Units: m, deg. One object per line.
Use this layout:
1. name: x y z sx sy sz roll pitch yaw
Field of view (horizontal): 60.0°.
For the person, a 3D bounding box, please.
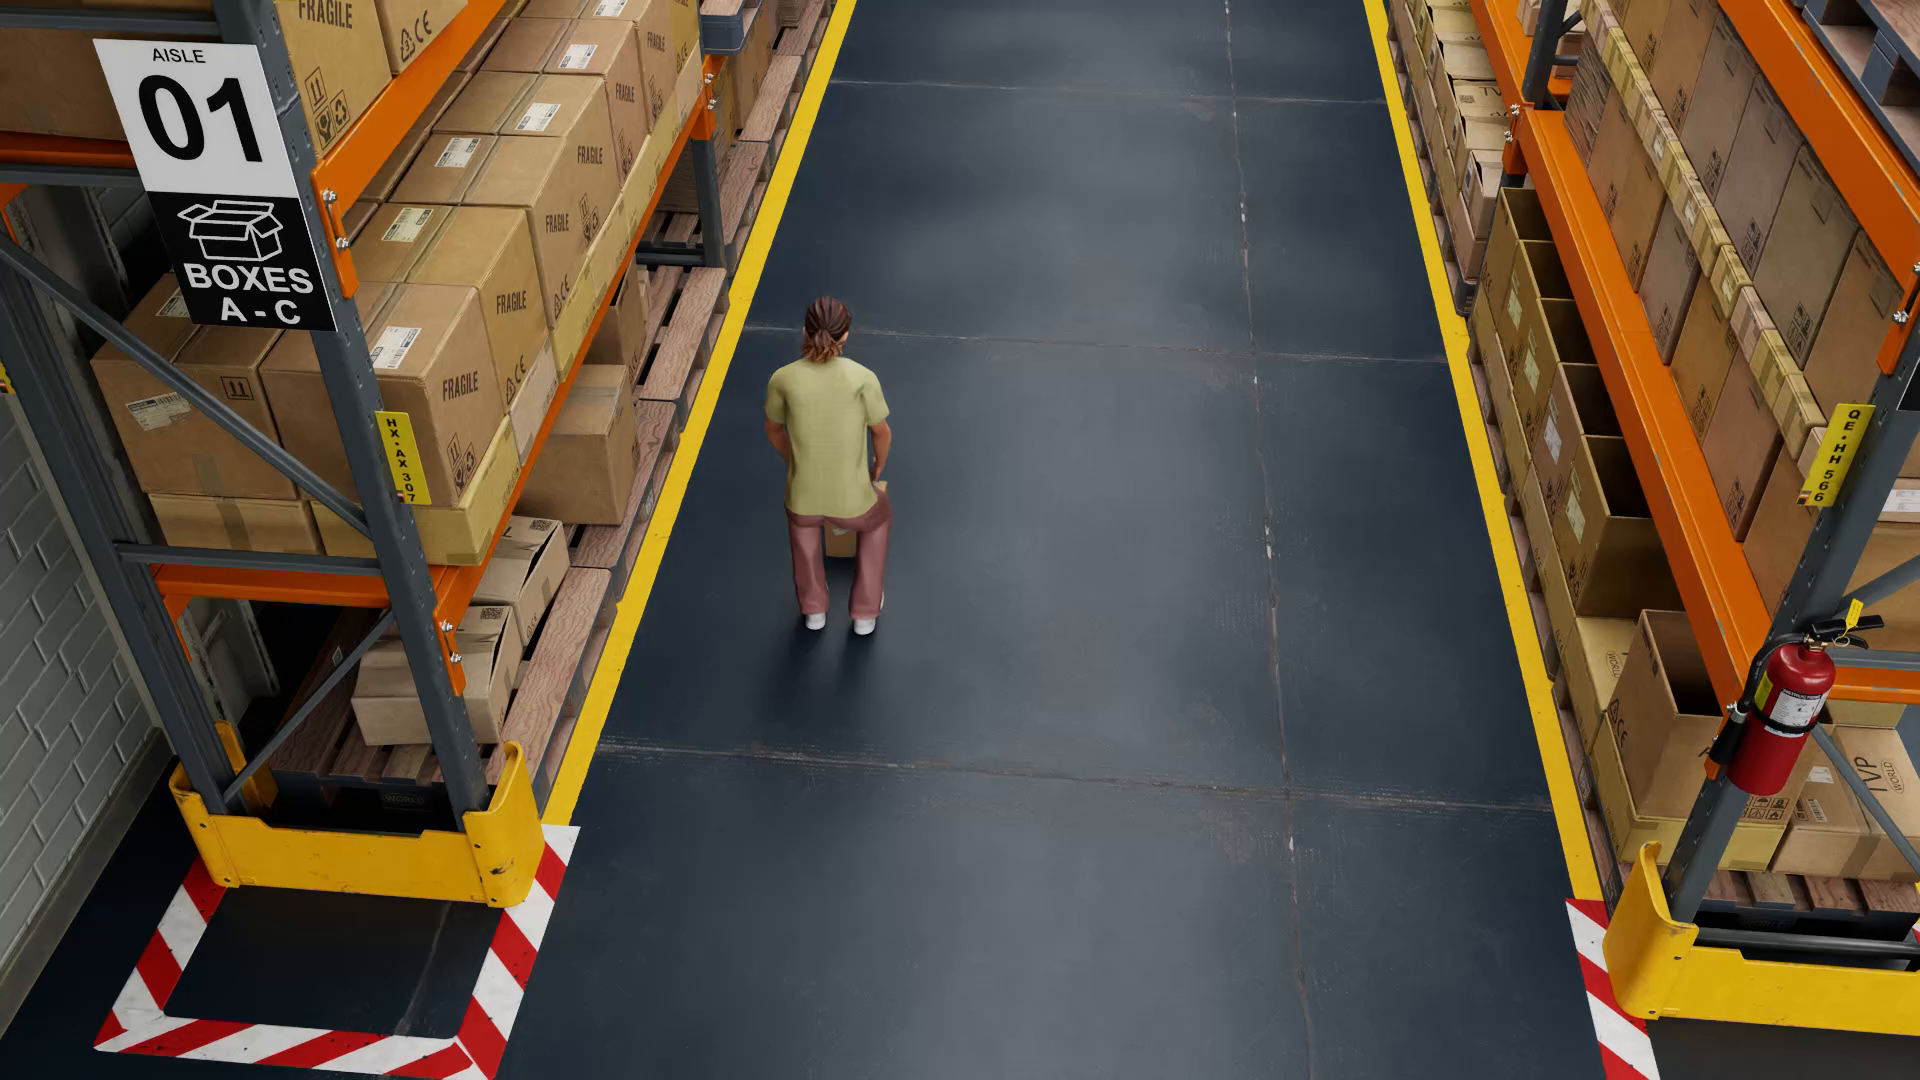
1. person: -0.533 -0.262 6.694 0.510 1.390 0.635 3 40 4
